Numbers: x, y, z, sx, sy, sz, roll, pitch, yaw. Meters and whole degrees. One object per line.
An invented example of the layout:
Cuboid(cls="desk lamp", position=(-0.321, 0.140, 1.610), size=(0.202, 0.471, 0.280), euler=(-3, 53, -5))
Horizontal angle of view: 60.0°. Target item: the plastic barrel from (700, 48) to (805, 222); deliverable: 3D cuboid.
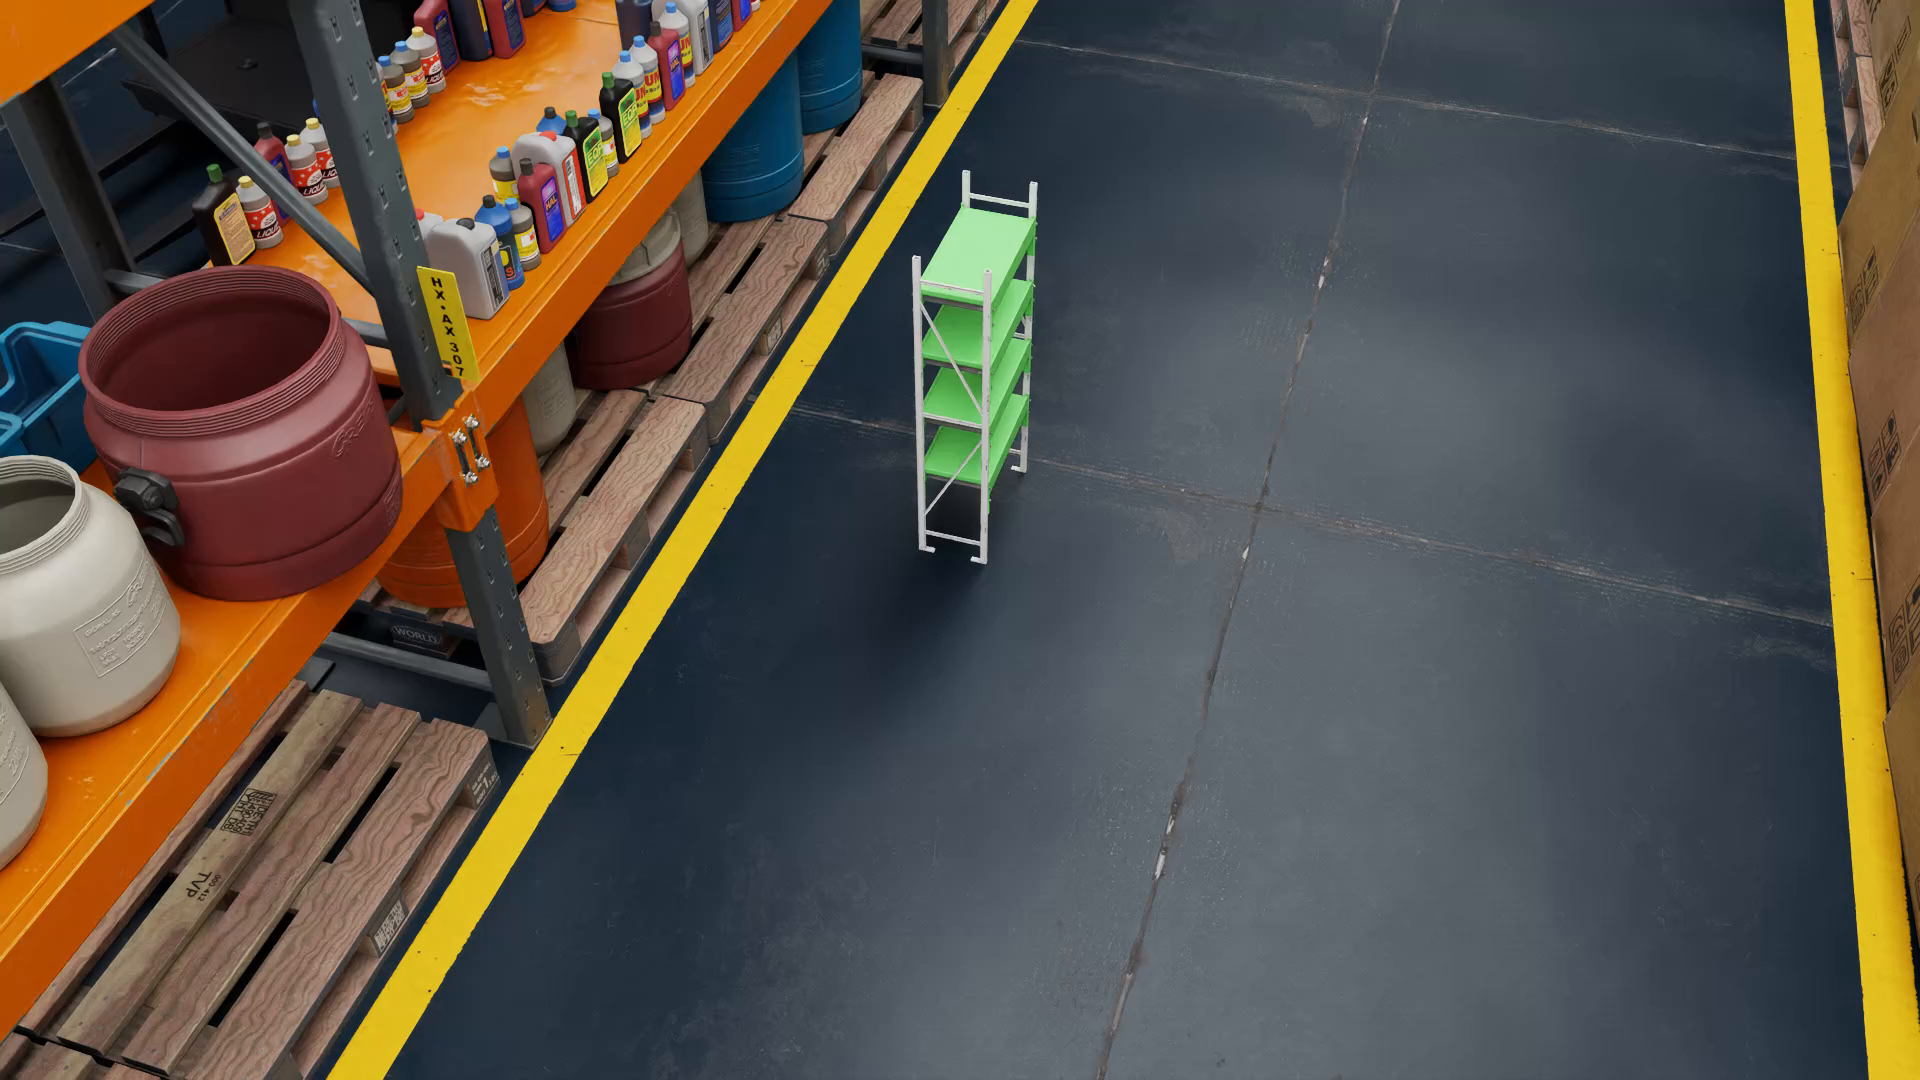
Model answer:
Cuboid(cls="plastic barrel", position=(-0.943, -1.806, 6.651), size=(0.600, 0.901, 0.708), euler=(13, 46, 13))

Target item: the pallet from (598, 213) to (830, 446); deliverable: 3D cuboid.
Cuboid(cls="pallet", position=(-1.189, -0.919, 6.538), size=(1.003, 0.211, 1.213), euler=(13, 46, 13))

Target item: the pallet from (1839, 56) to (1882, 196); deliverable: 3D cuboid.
Cuboid(cls="pallet", position=(4.477, -1.682, 7.318), size=(1.003, 0.211, 1.213), euler=(13, 46, 13))

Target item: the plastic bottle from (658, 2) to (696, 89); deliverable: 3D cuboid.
Cuboid(cls="plastic bottle", position=(-0.909, -1.586, 5.318), size=(0.097, 0.271, 0.097), euler=(0, 44, 0))

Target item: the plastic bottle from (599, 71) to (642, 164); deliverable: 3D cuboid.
Cuboid(cls="plastic bottle", position=(-1.026, -1.291, 5.008), size=(0.061, 0.283, 0.133), euler=(13, 46, 13))

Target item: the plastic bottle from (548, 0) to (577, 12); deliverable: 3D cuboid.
Cuboid(cls="plastic bottle", position=(-1.385, -1.960, 5.700), size=(0.097, 0.271, 0.097), euler=(0, 44, 0))

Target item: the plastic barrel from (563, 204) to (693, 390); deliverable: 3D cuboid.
Cuboid(cls="plastic barrel", position=(-1.285, -0.942, 5.991), size=(0.600, 0.588, 0.708), euler=(13, 46, 13))

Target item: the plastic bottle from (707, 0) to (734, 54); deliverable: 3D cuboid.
Cuboid(cls="plastic bottle", position=(-0.848, -1.803, 5.483), size=(0.144, 0.351, 0.185), euler=(13, 46, 13))

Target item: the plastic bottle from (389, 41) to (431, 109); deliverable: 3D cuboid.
Cuboid(cls="plastic bottle", position=(-1.744, -1.476, 5.256), size=(0.097, 0.201, 0.097), euler=(0, 44, 0))

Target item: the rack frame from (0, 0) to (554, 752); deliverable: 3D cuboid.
Cuboid(cls="rack frame", position=(-1.759, -0.571, 4.189), size=(1.000, 3.000, 0.127), euler=(13, 46, 13))

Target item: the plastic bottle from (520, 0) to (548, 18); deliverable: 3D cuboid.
Cuboid(cls="plastic bottle", position=(-1.513, -1.985, 5.669), size=(0.144, 0.351, 0.185), euler=(13, 46, 13))

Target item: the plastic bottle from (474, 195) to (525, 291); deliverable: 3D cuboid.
Cuboid(cls="plastic bottle", position=(-1.259, -0.816, 4.532), size=(0.097, 0.271, 0.097), euler=(0, 44, 0))

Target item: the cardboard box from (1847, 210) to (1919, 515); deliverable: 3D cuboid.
Cuboid(cls="cardboard box", position=(3.728, -0.552, 5.388), size=(1.225, 0.875, 0.875), euler=(11, 45, 11))

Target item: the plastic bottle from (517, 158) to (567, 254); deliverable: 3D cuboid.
Cuboid(cls="plastic bottle", position=(-1.177, -0.959, 4.668), size=(0.061, 0.283, 0.133), euler=(13, 46, 13))

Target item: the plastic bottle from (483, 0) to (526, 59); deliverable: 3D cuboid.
Cuboid(cls="plastic bottle", position=(-1.504, -1.744, 5.471), size=(0.061, 0.283, 0.133), euler=(13, 46, 13))

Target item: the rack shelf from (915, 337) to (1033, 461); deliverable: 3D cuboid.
Cuboid(cls="rack shelf", position=(0.050, -0.494, 5.488), size=(0.258, 0.148, 0.480), euler=(13, 46, 12))

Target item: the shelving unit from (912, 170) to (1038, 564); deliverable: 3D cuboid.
Cuboid(cls="shelving unit", position=(0.050, -0.539, 5.443), size=(0.258, 1.200, 0.503), euler=(13, 46, 12))

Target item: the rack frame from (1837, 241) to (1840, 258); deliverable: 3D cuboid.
Cuboid(cls="rack frame", position=(4.172, -2.188, 5.841), size=(1.000, 3.000, 0.127), euler=(13, 46, 13))

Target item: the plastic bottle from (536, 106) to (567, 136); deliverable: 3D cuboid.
Cuboid(cls="plastic bottle", position=(-1.177, -1.138, 4.860), size=(0.097, 0.271, 0.097), euler=(0, 44, 0))

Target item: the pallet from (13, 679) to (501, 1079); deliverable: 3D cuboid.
Cuboid(cls="pallet", position=(-2.031, 0.934, 4.645), size=(1.003, 0.211, 1.213), euler=(13, 46, 13))

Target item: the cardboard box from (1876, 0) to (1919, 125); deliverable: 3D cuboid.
Cuboid(cls="cardboard box", position=(4.448, -2.002, 6.870), size=(0.875, 0.875, 0.875), euler=(13, 46, 13))

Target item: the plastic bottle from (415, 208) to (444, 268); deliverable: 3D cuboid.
Cuboid(cls="plastic bottle", position=(-1.465, -0.779, 4.490), size=(0.152, 0.276, 0.135), euler=(13, 46, 13))

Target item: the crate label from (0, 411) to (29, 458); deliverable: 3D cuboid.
Cuboid(cls="crate label", position=(-2.318, 0.021, 3.558), size=(0.502, 0.435, 0.616), euler=(13, 46, 13))

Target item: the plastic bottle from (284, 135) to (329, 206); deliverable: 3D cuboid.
Cuboid(cls="plastic bottle", position=(-1.921, -1.087, 4.858), size=(0.097, 0.201, 0.097), euler=(0, 44, 0))

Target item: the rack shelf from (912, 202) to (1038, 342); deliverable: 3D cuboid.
Cuboid(cls="rack shelf", position=(0.050, -0.837, 5.152), size=(0.258, 0.148, 0.480), euler=(13, 46, 12))

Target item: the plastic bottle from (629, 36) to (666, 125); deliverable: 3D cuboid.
Cuboid(cls="plastic bottle", position=(-0.979, -1.432, 5.161), size=(0.097, 0.271, 0.097), euler=(0, 44, 0))

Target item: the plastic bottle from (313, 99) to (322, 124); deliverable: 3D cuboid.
Cuboid(cls="plastic bottle", position=(-1.862, -1.242, 4.966), size=(0.097, 0.271, 0.097), euler=(0, 44, 0))

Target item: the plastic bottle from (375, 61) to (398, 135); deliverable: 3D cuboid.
Cuboid(cls="plastic bottle", position=(-1.803, -1.371, 5.099), size=(0.097, 0.271, 0.097), euler=(0, 44, 0))

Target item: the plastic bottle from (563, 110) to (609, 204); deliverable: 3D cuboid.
Cuboid(cls="plastic bottle", position=(-1.096, -1.137, 4.851), size=(0.061, 0.283, 0.133), euler=(13, 46, 13))

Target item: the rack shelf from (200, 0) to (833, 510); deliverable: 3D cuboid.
Cuboid(cls="rack shelf", position=(-1.154, -1.647, 5.803), size=(1.077, 0.370, 4.000), euler=(13, 46, 13))

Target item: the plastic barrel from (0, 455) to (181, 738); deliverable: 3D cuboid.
Cuboid(cls="plastic barrel", position=(-1.867, 0.120, 3.403), size=(0.421, 0.512, 0.421), euler=(0, 44, 0))

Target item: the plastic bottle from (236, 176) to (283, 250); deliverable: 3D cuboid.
Cuboid(cls="plastic bottle", position=(-1.991, -0.933, 4.701), size=(0.097, 0.201, 0.097), euler=(0, 44, 0))

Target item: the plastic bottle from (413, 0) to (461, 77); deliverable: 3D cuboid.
Cuboid(cls="plastic bottle", position=(-1.697, -1.651, 5.376), size=(0.061, 0.283, 0.133), euler=(13, 46, 13))

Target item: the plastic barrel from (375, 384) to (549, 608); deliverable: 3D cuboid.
Cuboid(cls="plastic barrel", position=(-1.627, -0.275, 5.138), size=(0.600, 0.830, 0.708), euler=(13, 46, 13))

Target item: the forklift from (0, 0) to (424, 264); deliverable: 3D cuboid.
Cuboid(cls="forklift", position=(-3.007, -2.955, 6.674), size=(1.130, 2.935, 3.031), euler=(18, 47, 18))

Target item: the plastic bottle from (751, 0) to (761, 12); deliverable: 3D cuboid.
Cuboid(cls="plastic bottle", position=(-0.743, -1.928, 5.718), size=(0.097, 0.201, 0.097), euler=(0, 44, 0))

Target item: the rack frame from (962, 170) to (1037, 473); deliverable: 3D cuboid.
Cuboid(cls="rack frame", position=(0.124, -0.702, 5.609), size=(0.240, 1.200, 0.015), euler=(13, 46, 12))

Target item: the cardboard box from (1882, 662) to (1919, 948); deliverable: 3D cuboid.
Cuboid(cls="cardboard box", position=(3.190, 0.632, 4.178), size=(1.225, 0.875, 0.875), euler=(11, 45, 11))
